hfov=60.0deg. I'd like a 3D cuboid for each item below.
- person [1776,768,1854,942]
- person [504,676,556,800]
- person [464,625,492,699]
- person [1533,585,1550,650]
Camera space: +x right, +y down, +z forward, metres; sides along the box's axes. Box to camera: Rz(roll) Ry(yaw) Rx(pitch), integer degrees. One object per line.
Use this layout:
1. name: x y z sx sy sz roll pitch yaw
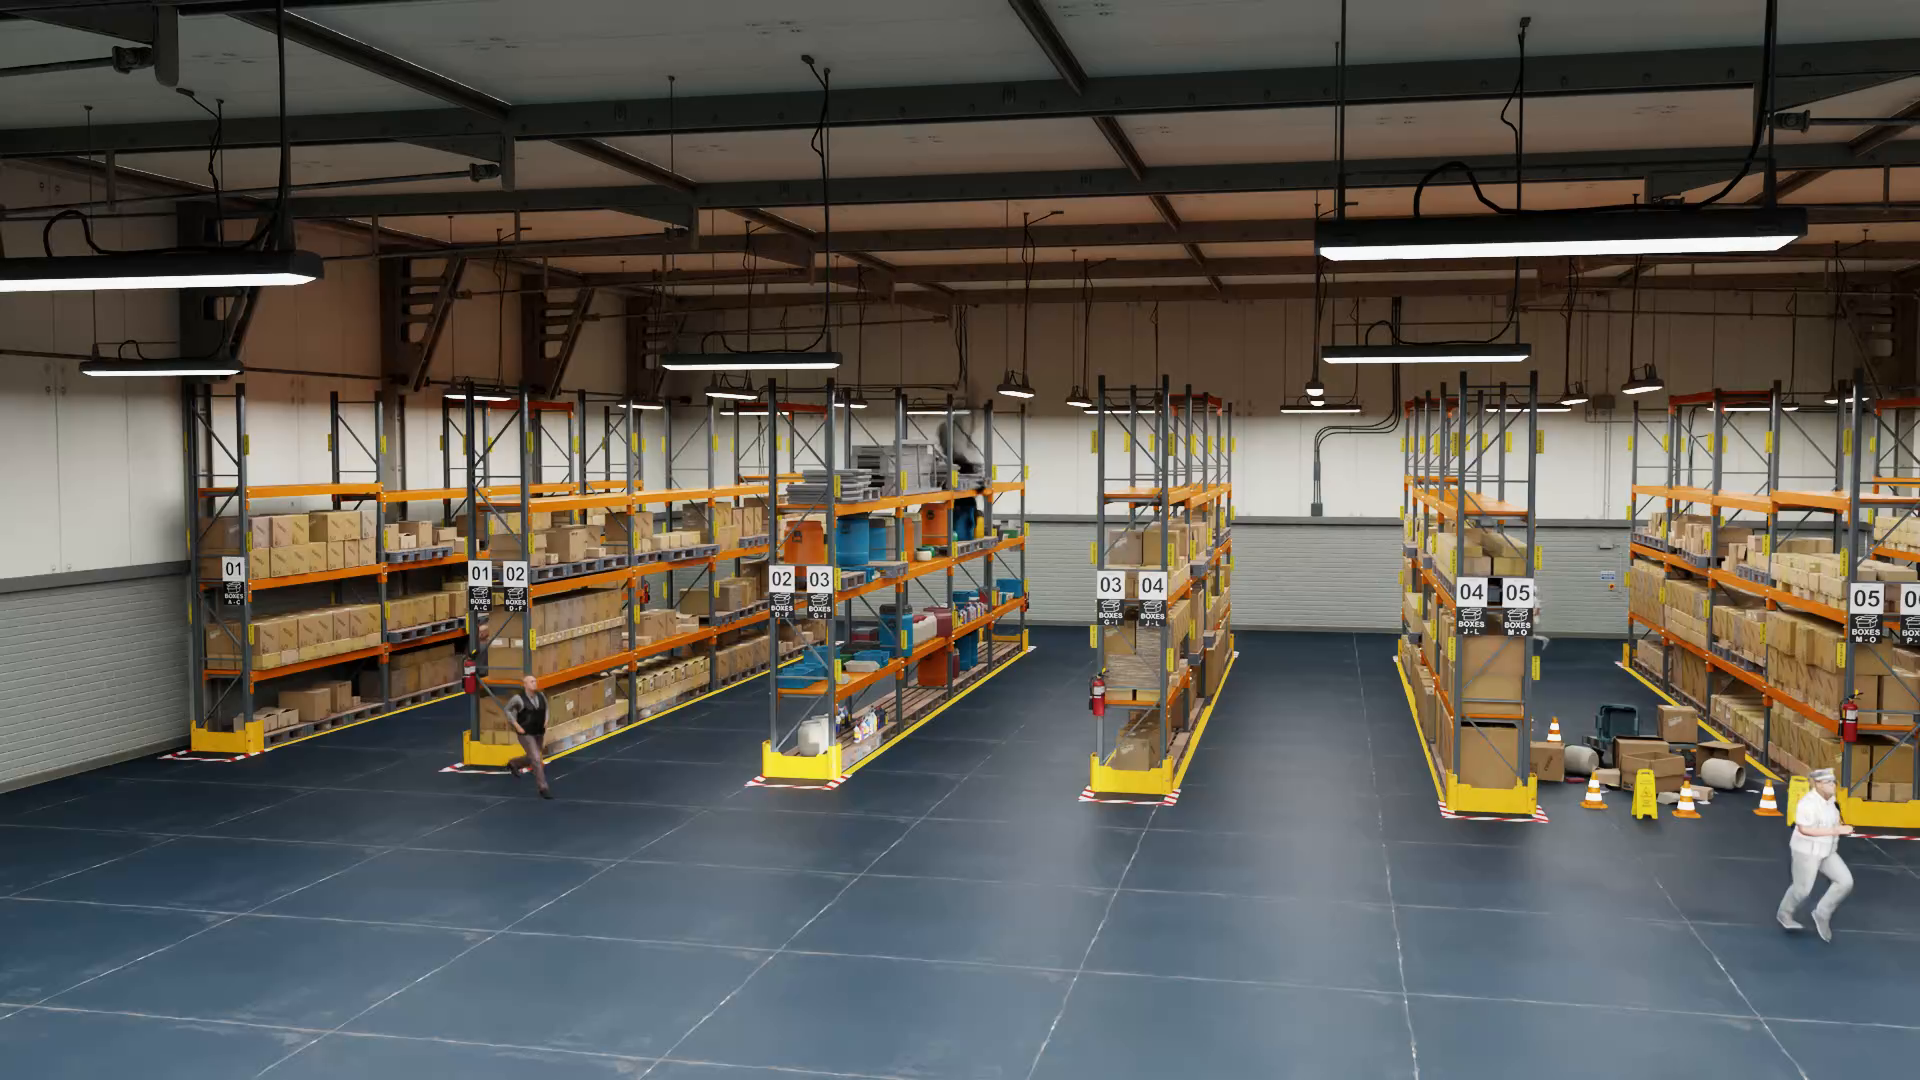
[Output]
1. person: 8.671 3.163 16.840 0.692 1.781 0.837 -2 4 -28
2. person: -6.136 2.797 23.811 1.083 1.723 0.628 2 4 34
3. person: -8.690 2.416 30.405 0.718 1.759 0.938 0 3 -1
4. person: 13.436 1.921 38.987 0.769 1.739 0.683 1 3 16
